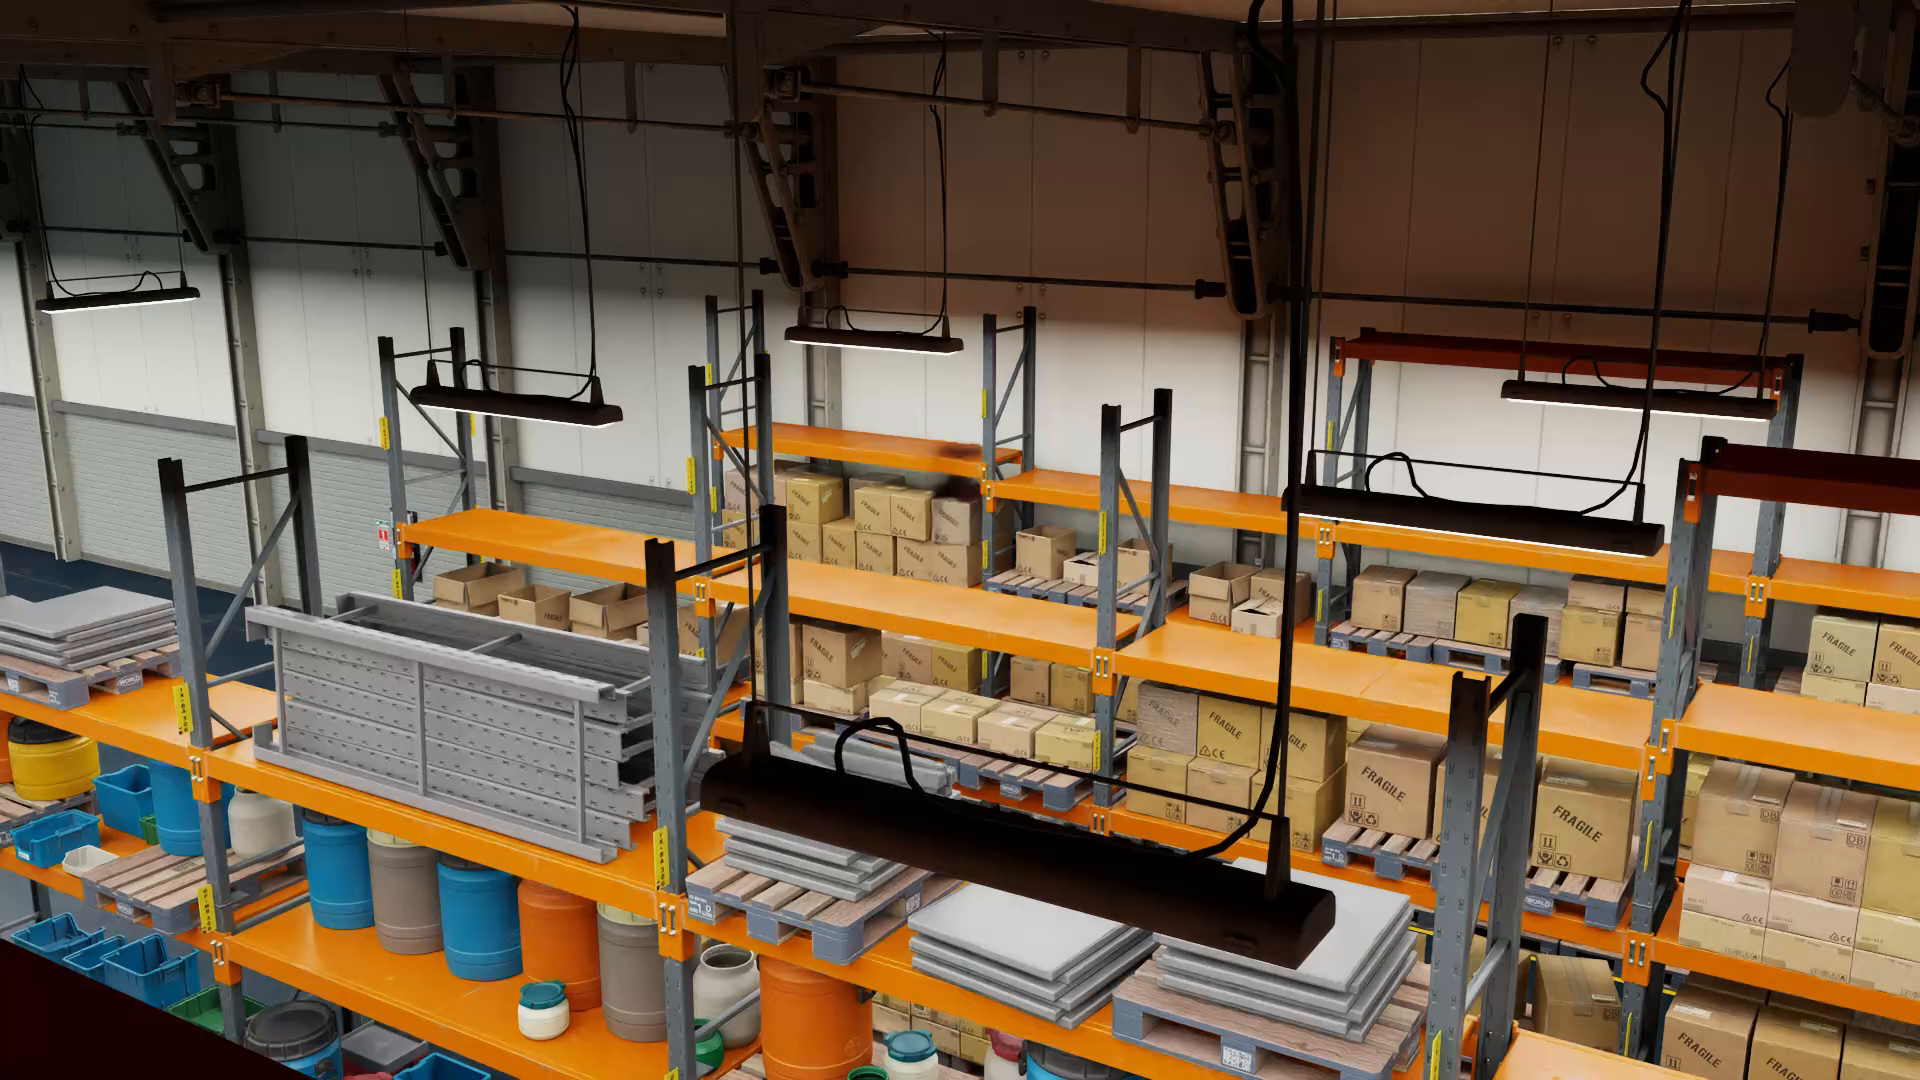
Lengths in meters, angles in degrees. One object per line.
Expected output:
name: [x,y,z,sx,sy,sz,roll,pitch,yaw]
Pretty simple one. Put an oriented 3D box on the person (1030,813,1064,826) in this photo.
person: [0.913,2.925,17.982,0.971,1.632,0.564,8,16,28]
